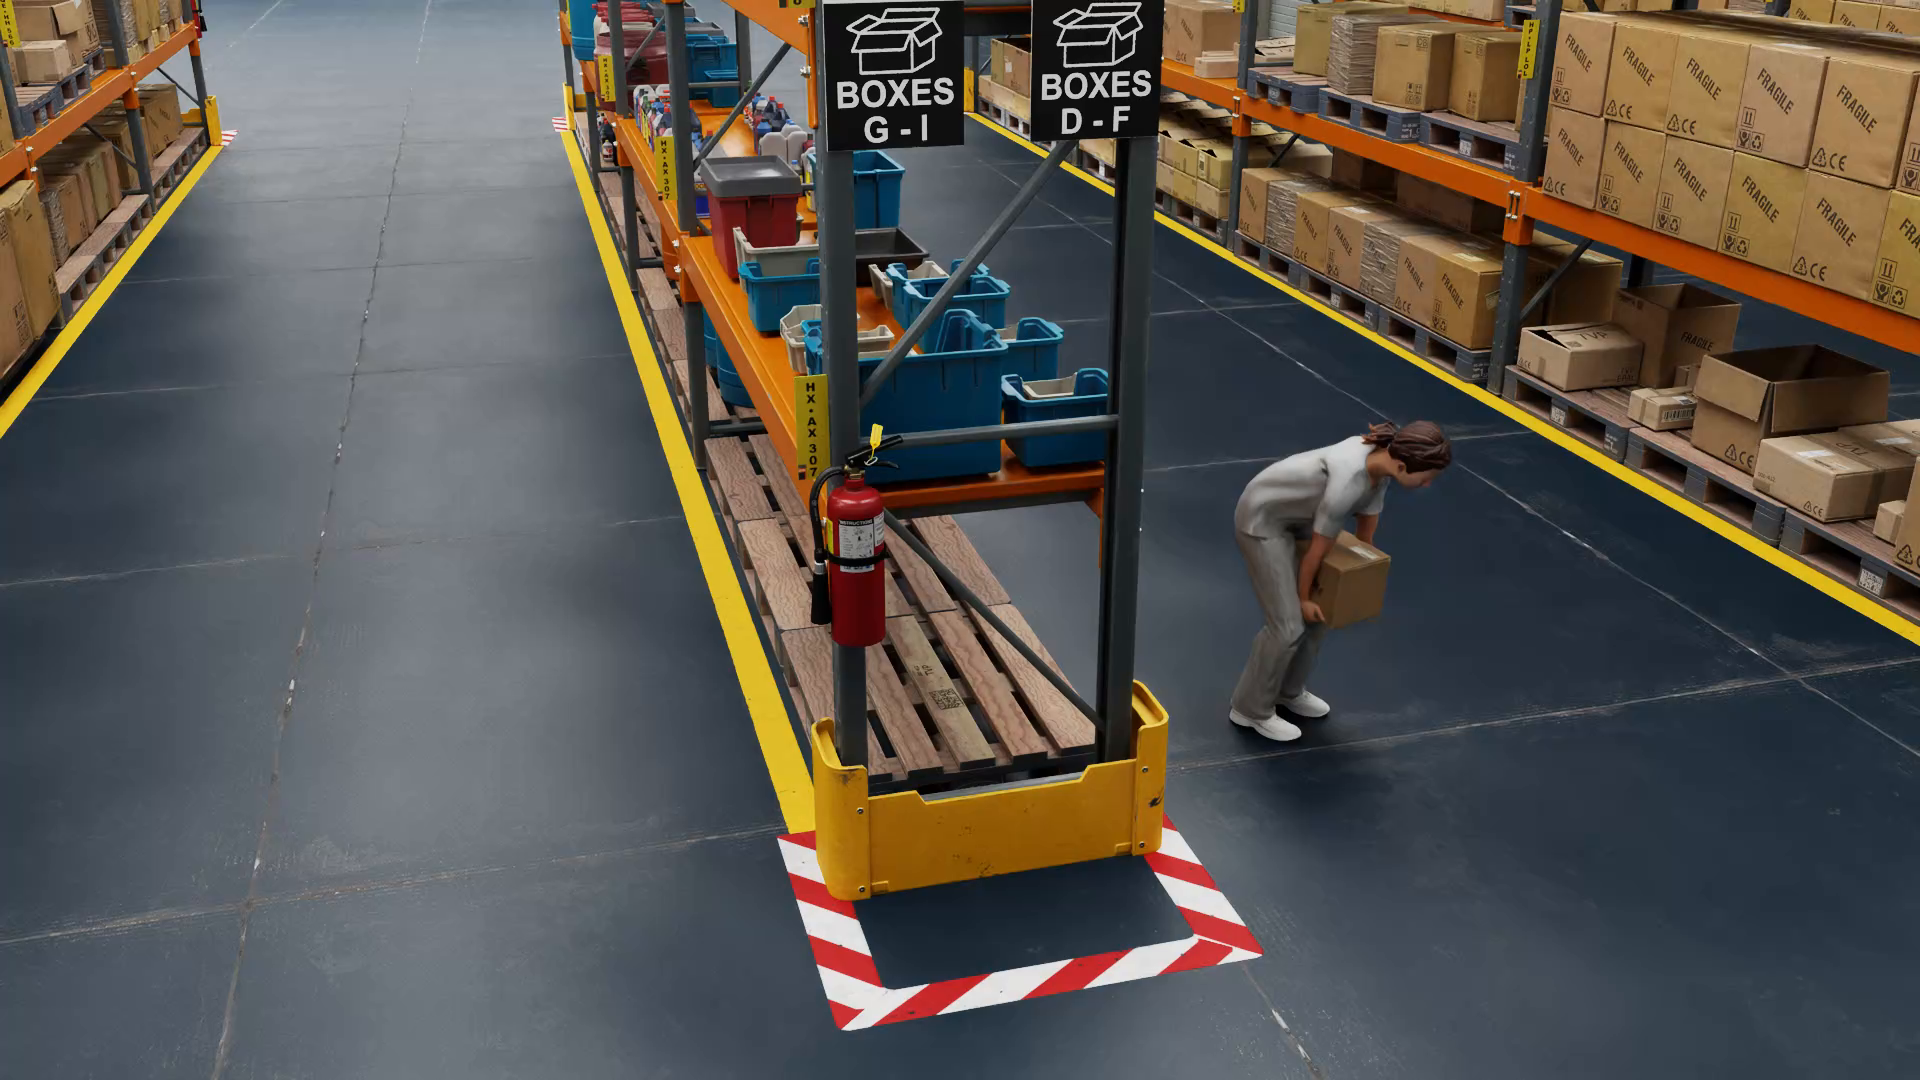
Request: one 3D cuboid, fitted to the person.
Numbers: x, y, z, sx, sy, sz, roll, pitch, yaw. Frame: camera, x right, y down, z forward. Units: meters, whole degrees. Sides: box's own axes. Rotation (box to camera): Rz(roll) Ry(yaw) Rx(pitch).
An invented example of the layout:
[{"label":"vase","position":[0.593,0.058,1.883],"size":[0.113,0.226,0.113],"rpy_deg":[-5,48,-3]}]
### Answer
[{"label":"person","position":[1.403,0.133,6.215],"size":[0.789,1.343,0.418],"rpy_deg":[16,28,33]}]
